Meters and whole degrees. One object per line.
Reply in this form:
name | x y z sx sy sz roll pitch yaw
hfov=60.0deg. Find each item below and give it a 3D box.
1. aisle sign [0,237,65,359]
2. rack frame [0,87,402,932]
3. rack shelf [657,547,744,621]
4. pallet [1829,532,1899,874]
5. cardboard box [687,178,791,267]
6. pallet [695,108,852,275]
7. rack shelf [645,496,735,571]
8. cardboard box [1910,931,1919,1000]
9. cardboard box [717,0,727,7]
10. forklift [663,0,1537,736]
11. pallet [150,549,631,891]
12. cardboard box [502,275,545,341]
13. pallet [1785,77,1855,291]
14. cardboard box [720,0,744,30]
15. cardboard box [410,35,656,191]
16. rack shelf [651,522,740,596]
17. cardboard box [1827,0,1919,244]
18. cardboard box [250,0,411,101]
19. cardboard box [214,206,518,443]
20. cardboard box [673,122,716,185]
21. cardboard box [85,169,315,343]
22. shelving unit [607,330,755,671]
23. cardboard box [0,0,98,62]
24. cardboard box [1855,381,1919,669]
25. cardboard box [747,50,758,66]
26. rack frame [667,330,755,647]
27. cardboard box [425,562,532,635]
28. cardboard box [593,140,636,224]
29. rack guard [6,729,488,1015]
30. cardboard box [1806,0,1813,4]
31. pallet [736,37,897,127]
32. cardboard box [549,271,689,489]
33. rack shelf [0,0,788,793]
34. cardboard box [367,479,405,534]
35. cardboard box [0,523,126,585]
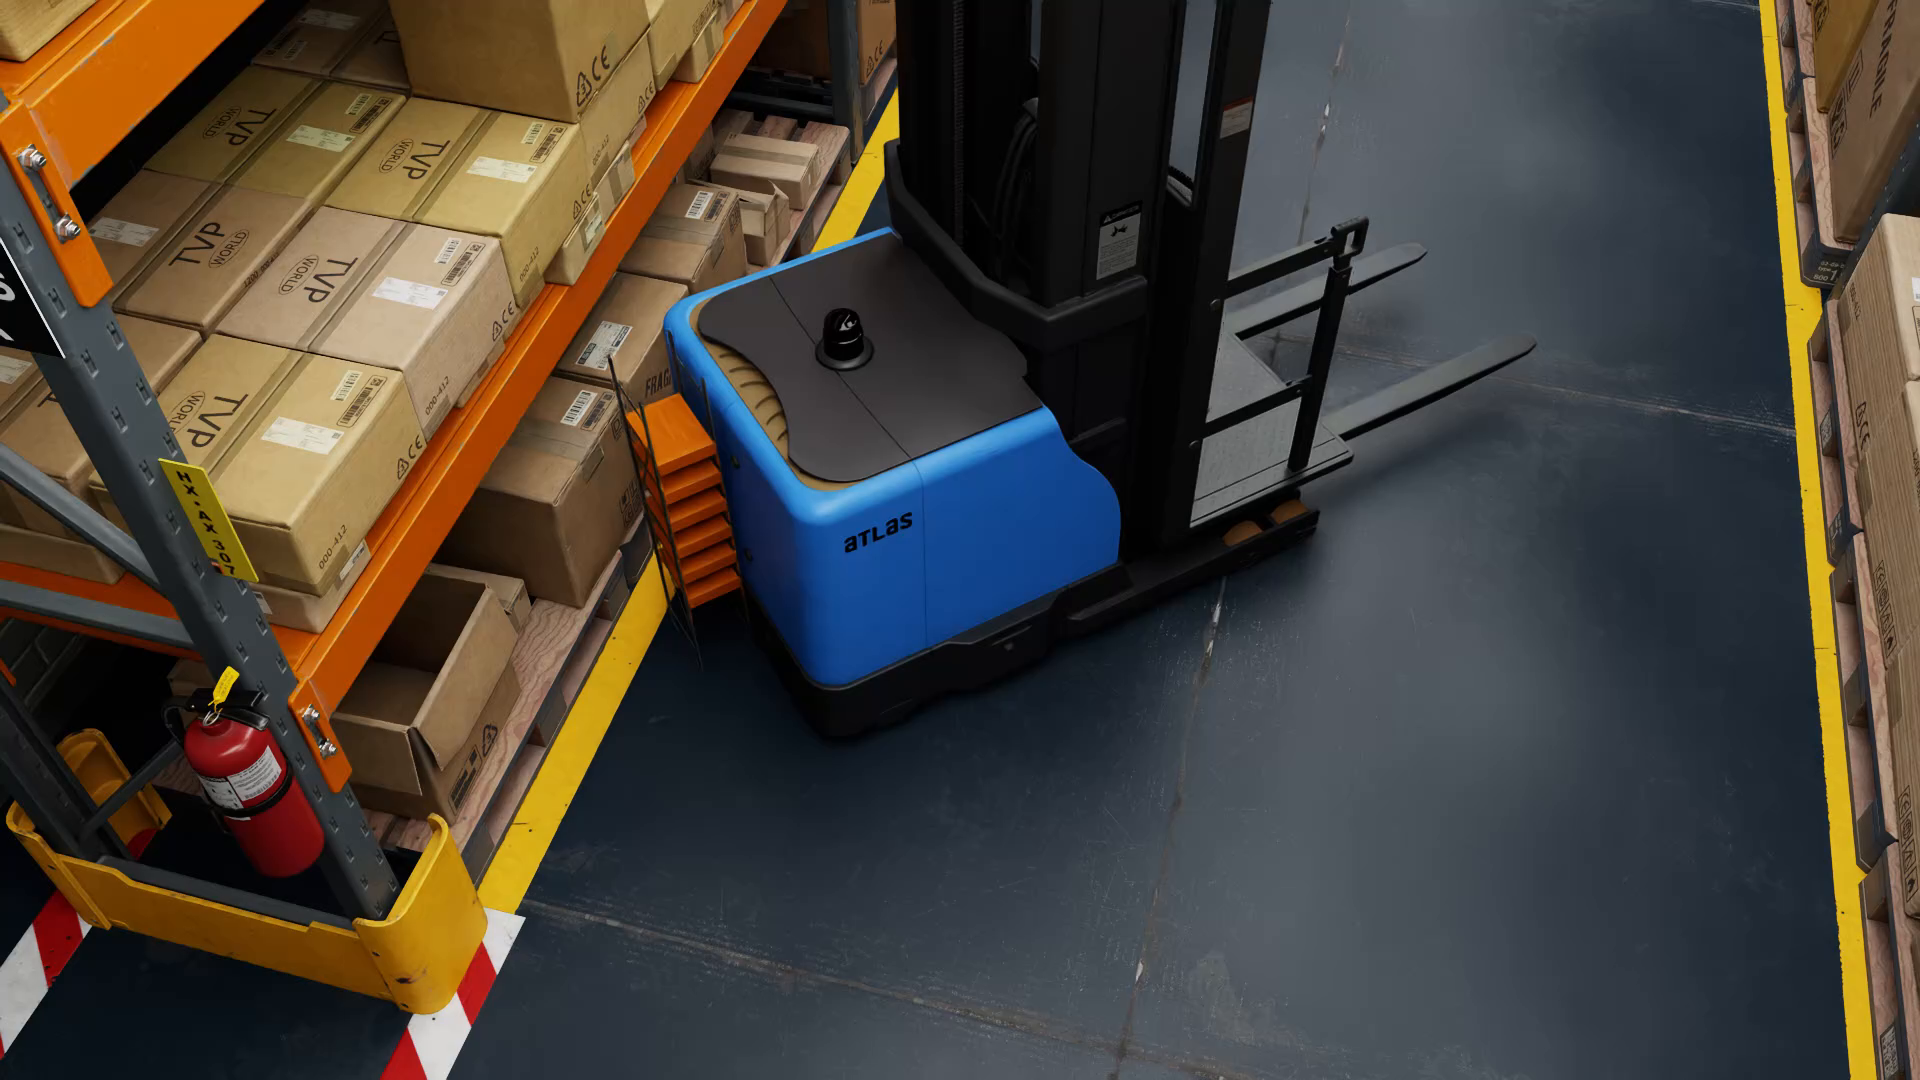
aisle sign | -1.704 -0.607 2.551 0.394 0.787 0.004 12 50 10
rack frame | -1.969 0.146 3.621 1.000 3.000 0.127 12 50 10
rack shelf | -0.820 0.103 5.236 0.180 0.103 0.258 -25 53 -19
pallet | 3.278 0.572 5.105 1.003 0.211 1.213 12 50 10
cardboard box | -0.874 -1.263 6.407 0.396 0.266 0.258 13 50 11
pallet | -1.098 -1.328 6.782 1.003 0.211 1.213 12 50 10
rack shelf | -0.824 -0.054 5.054 0.180 0.103 0.258 -25 53 -19
cardboard box | 2.897 1.334 4.001 0.875 0.438 0.875 10 49 9
cardboard box | -0.933 -2.015 5.429 0.500 0.250 0.500 12 50 10
forklift | 0.637 -1.195 4.850 3.031 2.935 1.130 -23 53 -19
pallet | -1.741 0.437 5.224 1.003 0.211 1.213 12 50 10
cardboard box | -1.370 -0.709 4.542 0.380 0.149 0.250 12 50 11
pallet | 4.003 -1.421 6.863 1.003 0.211 1.213 12 50 10
cardboard box | -0.945 -1.814 5.518 0.380 0.149 0.250 13 50 11
cardboard box | -1.213 -1.284 4.784 0.500 0.250 0.500 10 49 9
rack shelf | -0.822 0.024 5.145 0.180 0.103 0.258 -25 53 -19
cardboard box | 3.959 -1.671 6.361 0.875 0.875 0.875 13 50 11
cardboard box | -1.695 -1.396 4.883 0.500 0.250 0.500 11 50 10
cardboard box | -1.458 -0.543 4.130 0.500 0.250 0.500 12 50 10
cardboard box | -1.319 -1.566 6.644 0.500 0.311 0.500 13 50 11
cardboard box | -1.968 -0.661 4.234 0.500 0.250 0.500 12 50 10
shelving unit | -0.825 -0.083 5.020 0.189 1.200 0.258 -25 53 -19
cardboard box | -1.661 -0.948 2.753 0.380 0.149 0.250 13 50 11
cardboard box | 3.369 0.019 5.162 0.875 0.438 0.875 10 49 9
cardboard box | -1.073 -2.473 7.319 0.500 0.500 0.500 11 50 10
rack frame | -0.746 -0.119 5.050 0.006 1.200 0.240 -25 53 -19
cardboard box | -1.568 0.227 5.171 0.380 0.149 0.250 10 49 9
cardboard box | -1.182 -1.071 4.862 0.380 0.149 0.250 13 50 11
rack guard | -1.949 0.918 4.606 1.175 0.500 0.348 12 50 10
cardboard box | 4.425 -2.972 7.510 0.875 0.875 0.875 12 50 10
pallet | -0.739 -2.421 7.746 1.003 0.211 1.213 12 50 10
cardboard box | -1.219 -0.563 5.633 0.500 0.500 0.500 12 50 11
rack shelf | -1.443 -1.063 5.167 1.077 0.370 4.000 12 50 10
cardboard box | -1.596 -0.148 4.047 0.380 0.149 0.250 13 50 11
cardboard box | -2.141 -0.064 3.973 0.380 0.149 0.250 11 50 10
